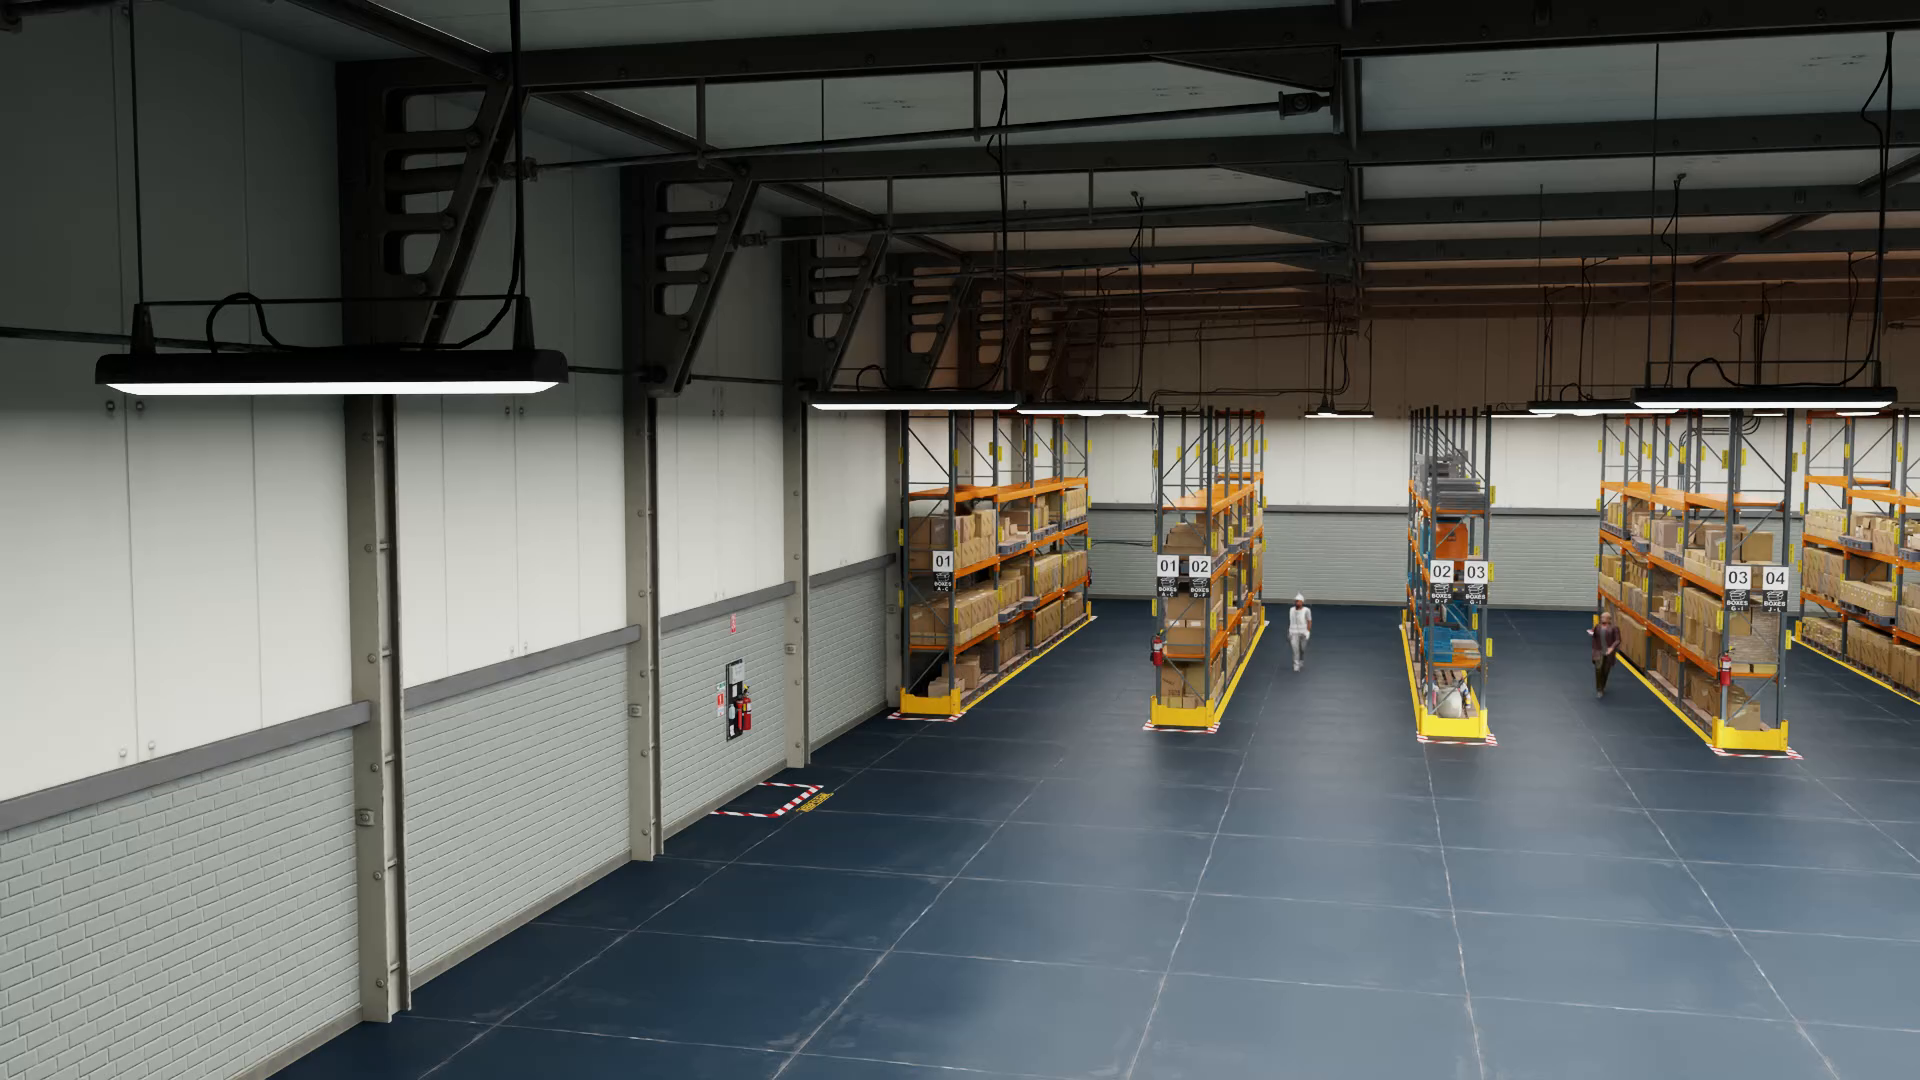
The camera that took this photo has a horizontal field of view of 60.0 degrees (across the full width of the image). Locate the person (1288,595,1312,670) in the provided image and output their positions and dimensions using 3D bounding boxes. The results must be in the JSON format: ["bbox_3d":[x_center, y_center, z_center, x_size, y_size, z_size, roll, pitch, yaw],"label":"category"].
[{"bbox_3d":[7.780,2.097,38.096,0.501,1.687,0.860,0,4,2],"label":"person"}]

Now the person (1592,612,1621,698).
[{"bbox_3d":[13.479,2.404,34.731,0.551,1.814,0.936,1,4,14],"label":"person"}]

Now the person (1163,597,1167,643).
[{"bbox_3d":[5.369,1.863,42.629,0.332,1.608,0.498,0,4,1],"label":"person"}]
